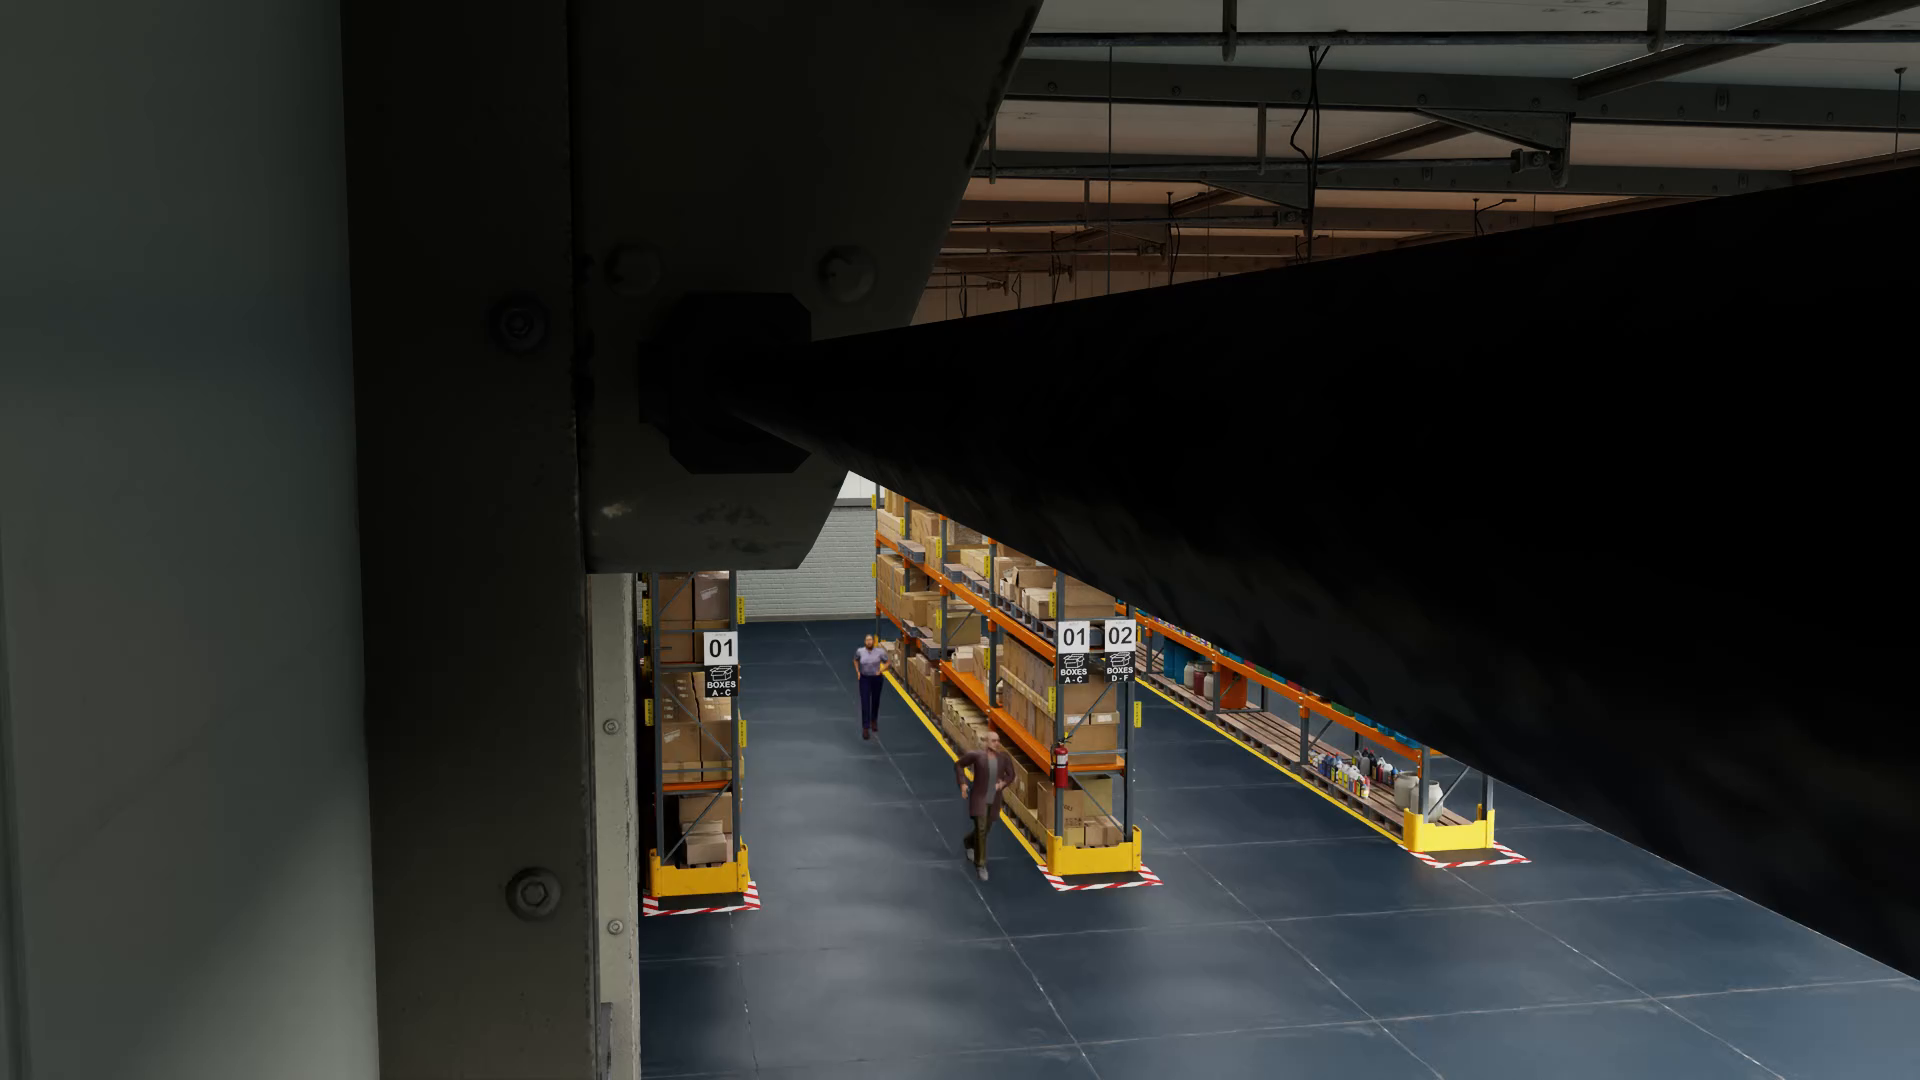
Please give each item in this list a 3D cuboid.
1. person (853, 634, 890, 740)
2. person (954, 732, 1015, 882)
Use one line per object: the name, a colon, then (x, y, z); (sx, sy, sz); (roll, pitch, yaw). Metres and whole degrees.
person: (-1.467, 2.406, 27.707); (0.612, 1.740, 0.683); (-1, 6, -5)
person: (0.347, 3.297, 21.030); (0.749, 1.769, 1.032); (-2, 6, -22)
